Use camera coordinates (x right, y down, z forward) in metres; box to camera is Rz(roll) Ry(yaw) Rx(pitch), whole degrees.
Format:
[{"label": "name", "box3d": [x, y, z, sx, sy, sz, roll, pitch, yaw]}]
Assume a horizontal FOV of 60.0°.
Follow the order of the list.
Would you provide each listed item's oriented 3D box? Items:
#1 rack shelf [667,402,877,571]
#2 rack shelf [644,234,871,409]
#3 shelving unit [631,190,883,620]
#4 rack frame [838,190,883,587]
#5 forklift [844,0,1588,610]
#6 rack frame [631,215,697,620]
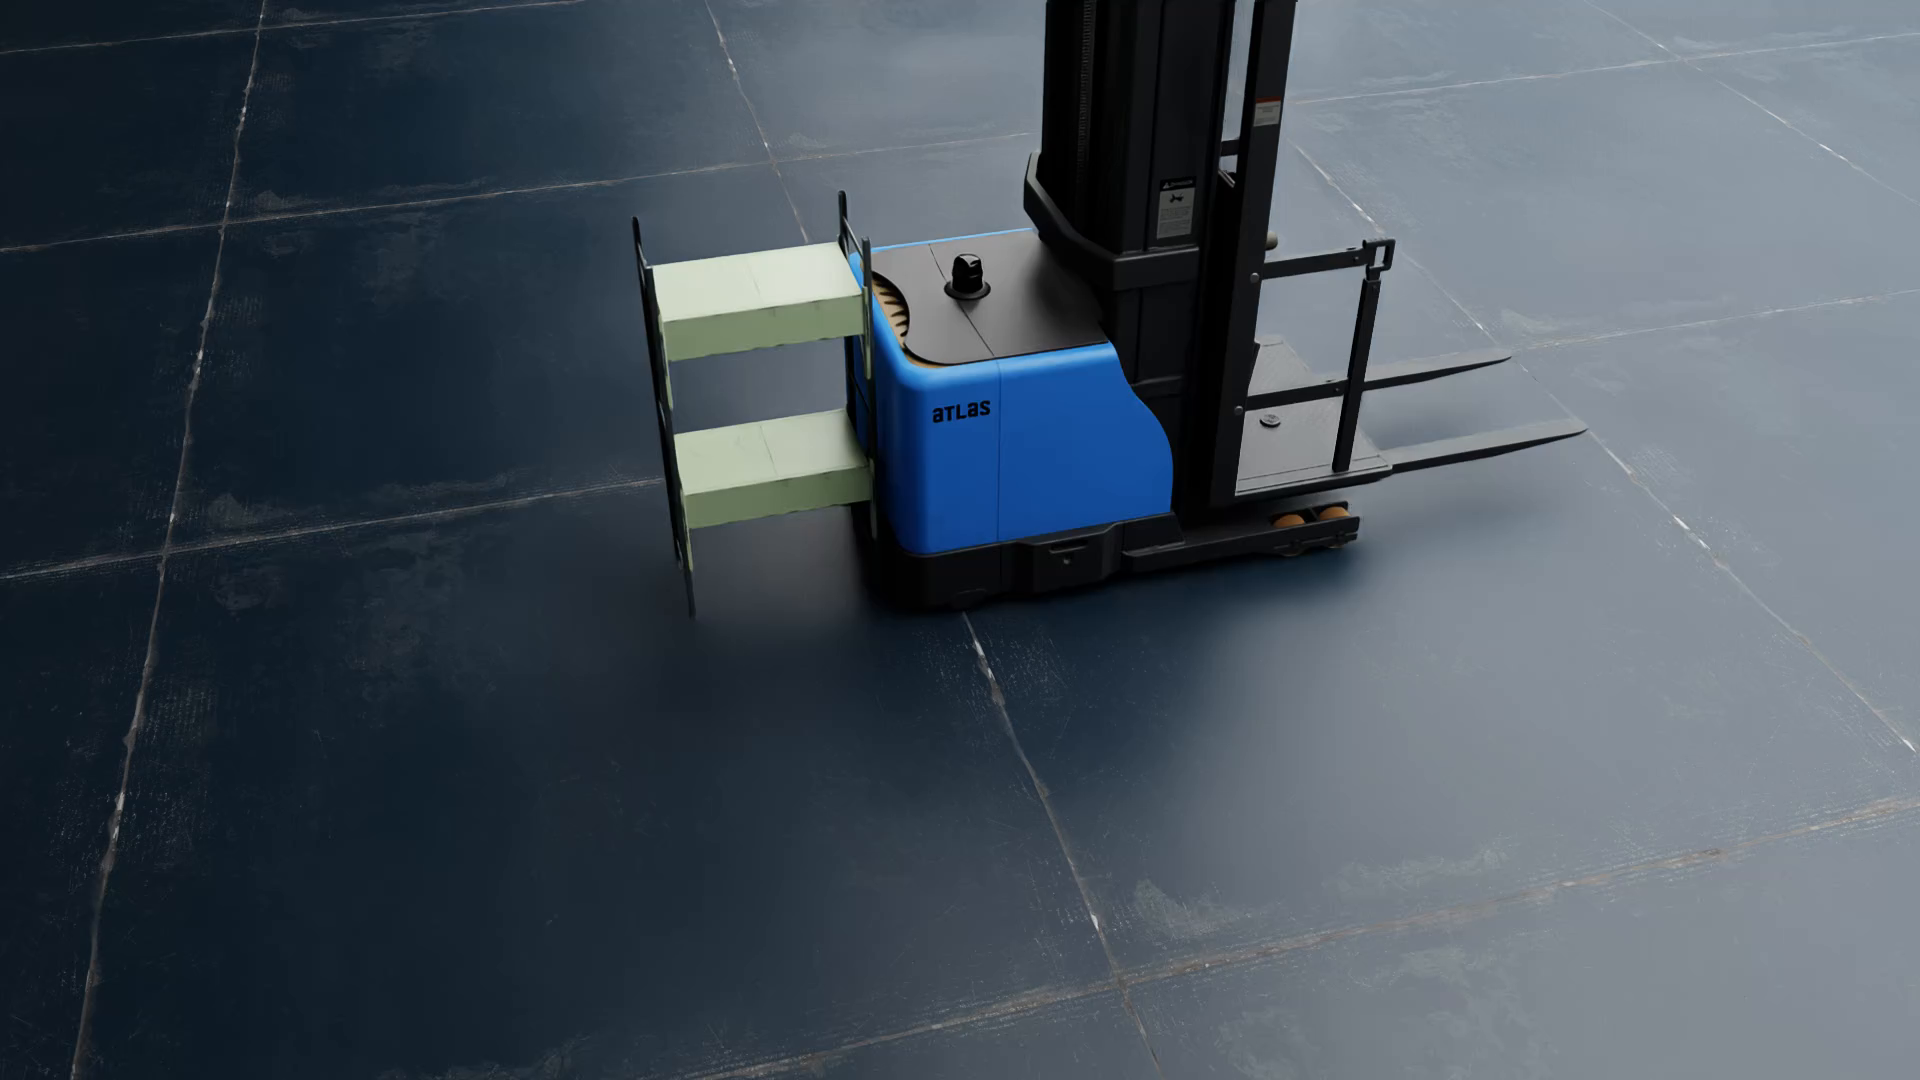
[{"label": "rack shelf", "box3d": [-0.720, -0.211, 6.327, 0.720, 0.370, 0.431, -10, 39, -13]}, {"label": "rack shelf", "box3d": [-0.720, -0.779, 5.892, 0.720, 0.370, 0.431, -10, 39, -13]}, {"label": "shelving unit", "box3d": [-0.720, -0.469, 6.129, 0.755, 1.500, 0.431, -10, 39, -13]}, {"label": "rack frame", "box3d": [-0.368, -0.531, 6.209, 0.023, 1.500, 0.400, -10, 39, -13]}, {"label": "forklift", "box3d": [1.100, -1.398, 6.165, 3.031, 2.935, 1.130, -10, 39, -13]}, {"label": "rack frame", "box3d": [-1.071, -0.408, 6.049, 0.023, 1.500, 0.400, -10, 39, -13]}]
